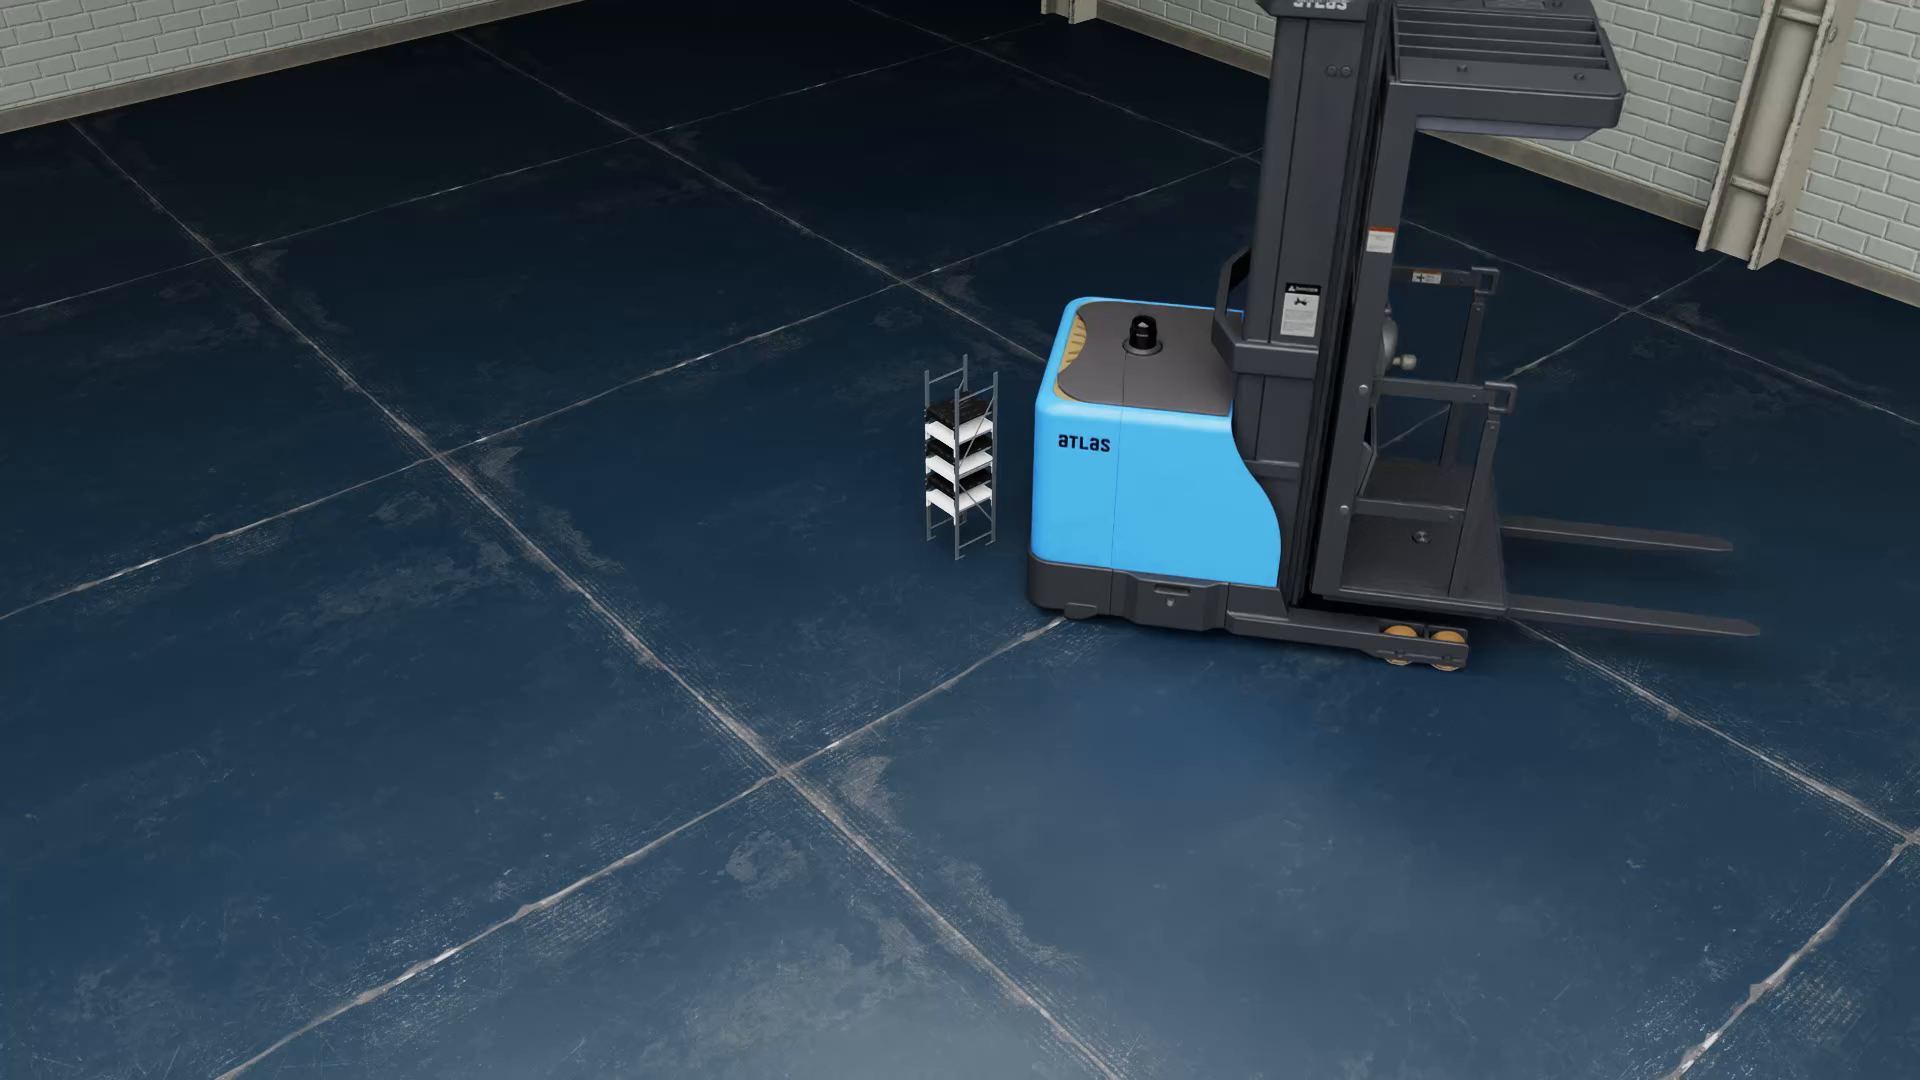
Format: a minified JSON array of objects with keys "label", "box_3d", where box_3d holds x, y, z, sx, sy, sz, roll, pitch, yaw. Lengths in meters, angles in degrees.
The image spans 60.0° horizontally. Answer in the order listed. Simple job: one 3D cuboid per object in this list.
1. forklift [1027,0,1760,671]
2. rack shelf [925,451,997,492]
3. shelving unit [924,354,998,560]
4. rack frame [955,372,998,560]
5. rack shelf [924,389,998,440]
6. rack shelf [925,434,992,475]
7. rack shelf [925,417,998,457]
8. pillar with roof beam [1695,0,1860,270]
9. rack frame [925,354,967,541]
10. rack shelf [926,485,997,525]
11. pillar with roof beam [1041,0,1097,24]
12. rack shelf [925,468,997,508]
[{"label":"forklift","box_3d":[1.861,-0.984,6.603,3.031,2.935,1.130,7,36,9]},{"label":"rack shelf","box_3d":[0.005,-0.336,7.504,0.258,0.077,0.200,-26,43,-32]},{"label":"shelving unit","box_3d":[0.005,-0.364,7.485,0.258,0.900,0.210,-26,43,-32]},{"label":"rack frame","box_3d":[0.071,-0.319,7.421,0.240,0.900,0.006,-26,43,-32]},{"label":"rack shelf","box_3d":[0.005,-0.557,7.348,0.258,0.077,0.200,-26,43,-32]},{"label":"rack shelf","box_3d":[0.005,-0.410,7.452,0.258,0.077,0.200,-26,43,-32]},{"label":"rack shelf","box_3d":[0.005,-0.483,7.400,0.258,0.077,0.200,-26,43,-32]},{"label":"pillar with roof beam","box_3d":[1.506,-3.840,5.385,9.100,9.000,0.400,-26,43,-32]},{"label":"rack frame","box_3d":[-0.060,-0.409,7.548,0.240,0.900,0.006,-26,43,-32]},{"label":"rack shelf","box_3d":[0.005,-0.190,7.608,0.258,0.077,0.200,-26,43,-32]},{"label":"pillar with roof beam","box_3d":[-2.366,-6.489,9.126,9.100,9.000,0.400,-26,43,-32]},{"label":"rack shelf","box_3d":[0.005,-0.263,7.556,0.258,0.077,0.200,-26,43,-32]}]
